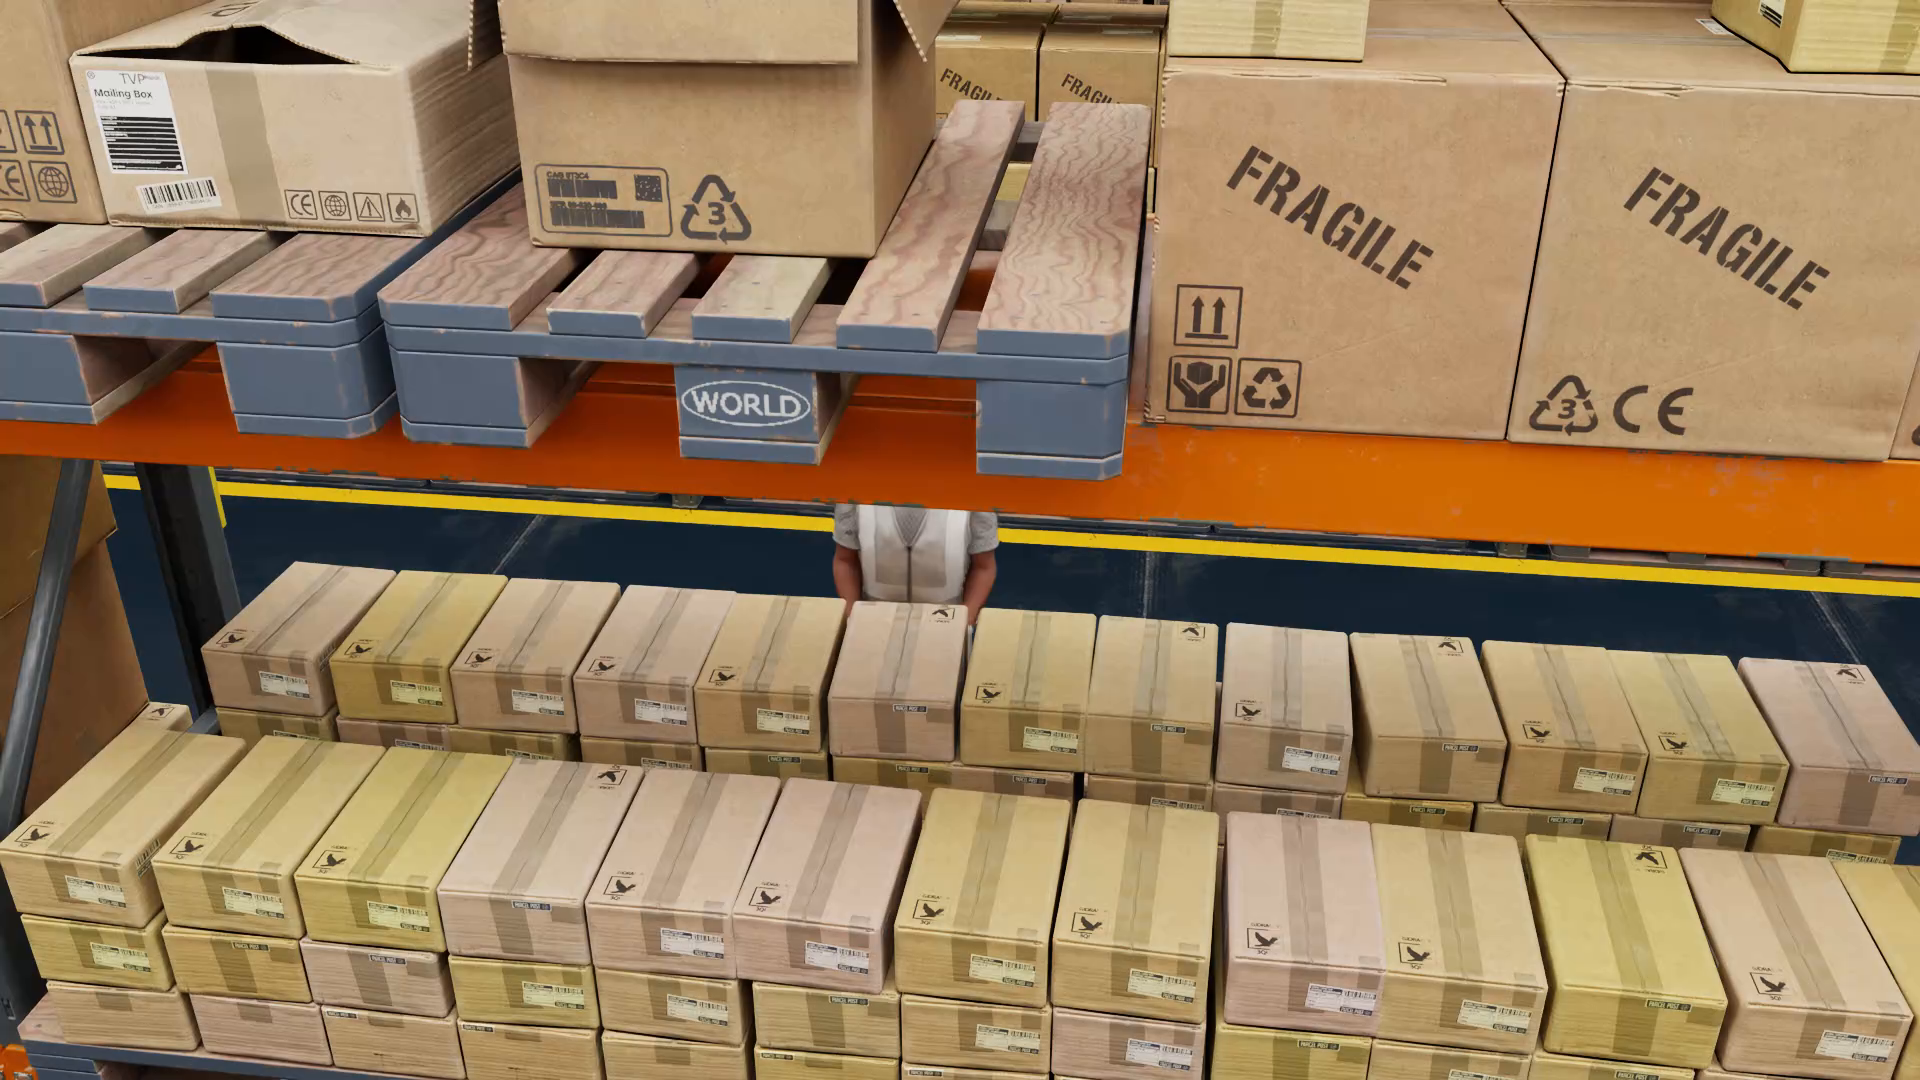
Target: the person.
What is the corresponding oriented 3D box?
[{"bbox_3d":[-0.152,0.315,5.507,0.546,1.788,0.509,3,28,6],"label":"person"}]
